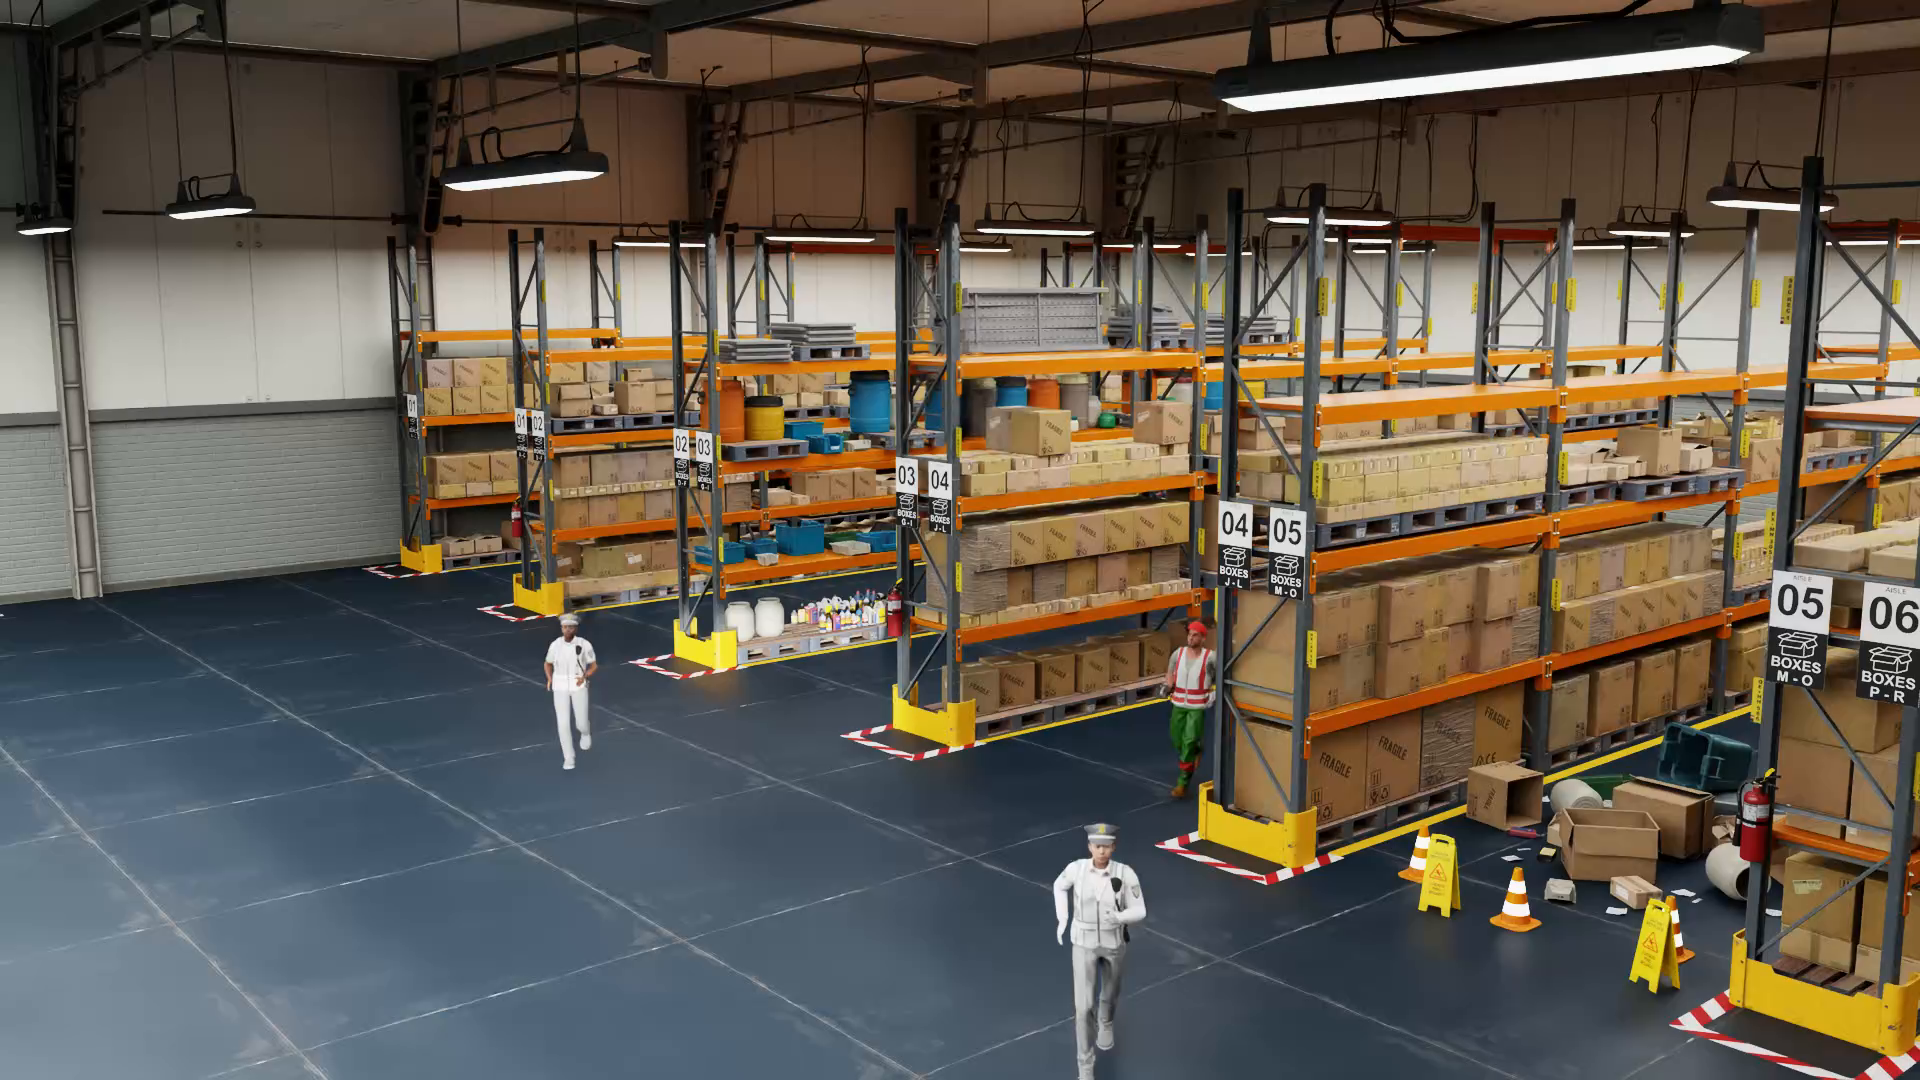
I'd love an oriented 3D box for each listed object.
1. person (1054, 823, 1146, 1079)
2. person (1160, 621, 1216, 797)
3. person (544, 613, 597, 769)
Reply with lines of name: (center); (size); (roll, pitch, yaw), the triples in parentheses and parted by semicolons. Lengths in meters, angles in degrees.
person: (0.911, 2.663, 10.875); (0.593, 1.725, 0.857); (0, 9, 2)
person: (2.376, 1.699, 16.985); (0.658, 1.751, 0.871); (5, 10, 31)
person: (-4.214, 1.598, 17.984); (0.581, 1.655, 0.681); (-1, 9, -4)
